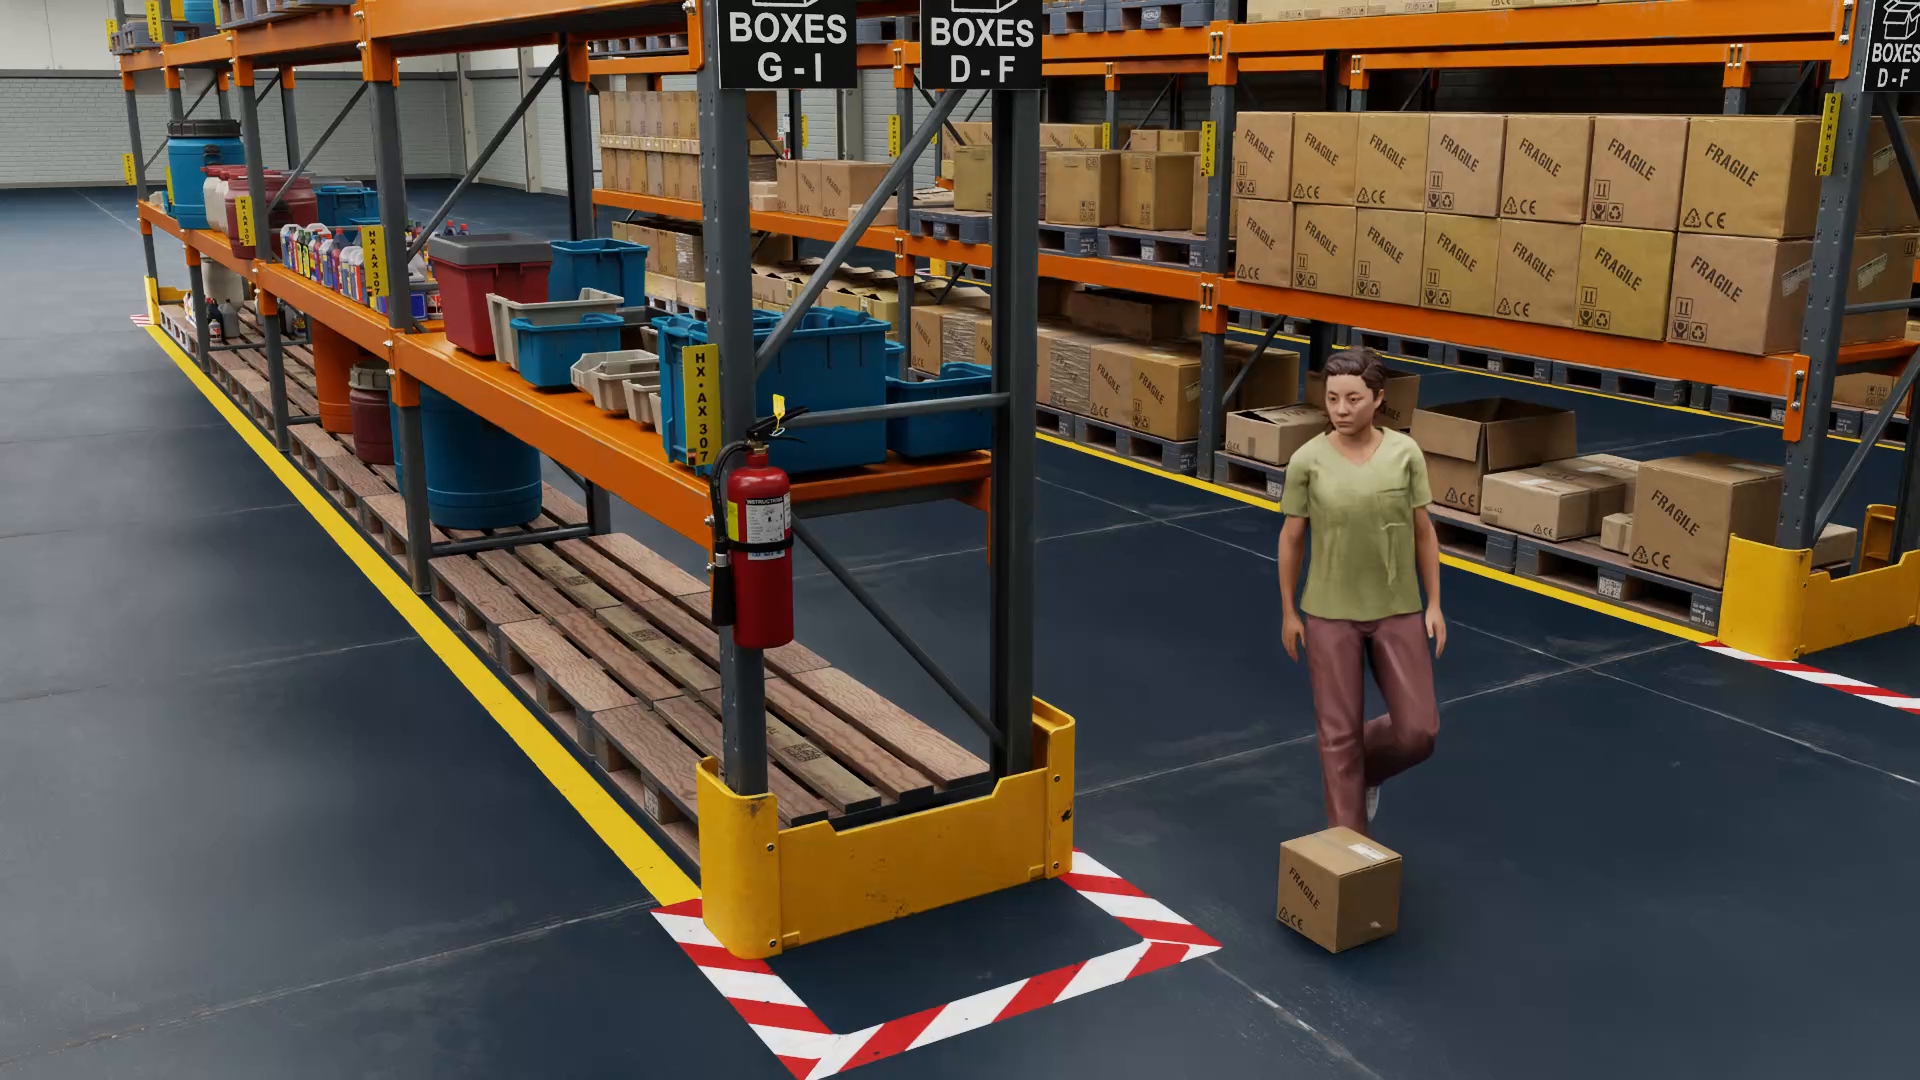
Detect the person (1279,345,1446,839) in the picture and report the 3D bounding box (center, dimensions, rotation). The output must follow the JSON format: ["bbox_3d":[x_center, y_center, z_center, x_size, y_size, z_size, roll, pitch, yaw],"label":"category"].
[{"bbox_3d":[1.227,0.251,5.058,0.510,1.657,0.686,1,15,5],"label":"person"}]
